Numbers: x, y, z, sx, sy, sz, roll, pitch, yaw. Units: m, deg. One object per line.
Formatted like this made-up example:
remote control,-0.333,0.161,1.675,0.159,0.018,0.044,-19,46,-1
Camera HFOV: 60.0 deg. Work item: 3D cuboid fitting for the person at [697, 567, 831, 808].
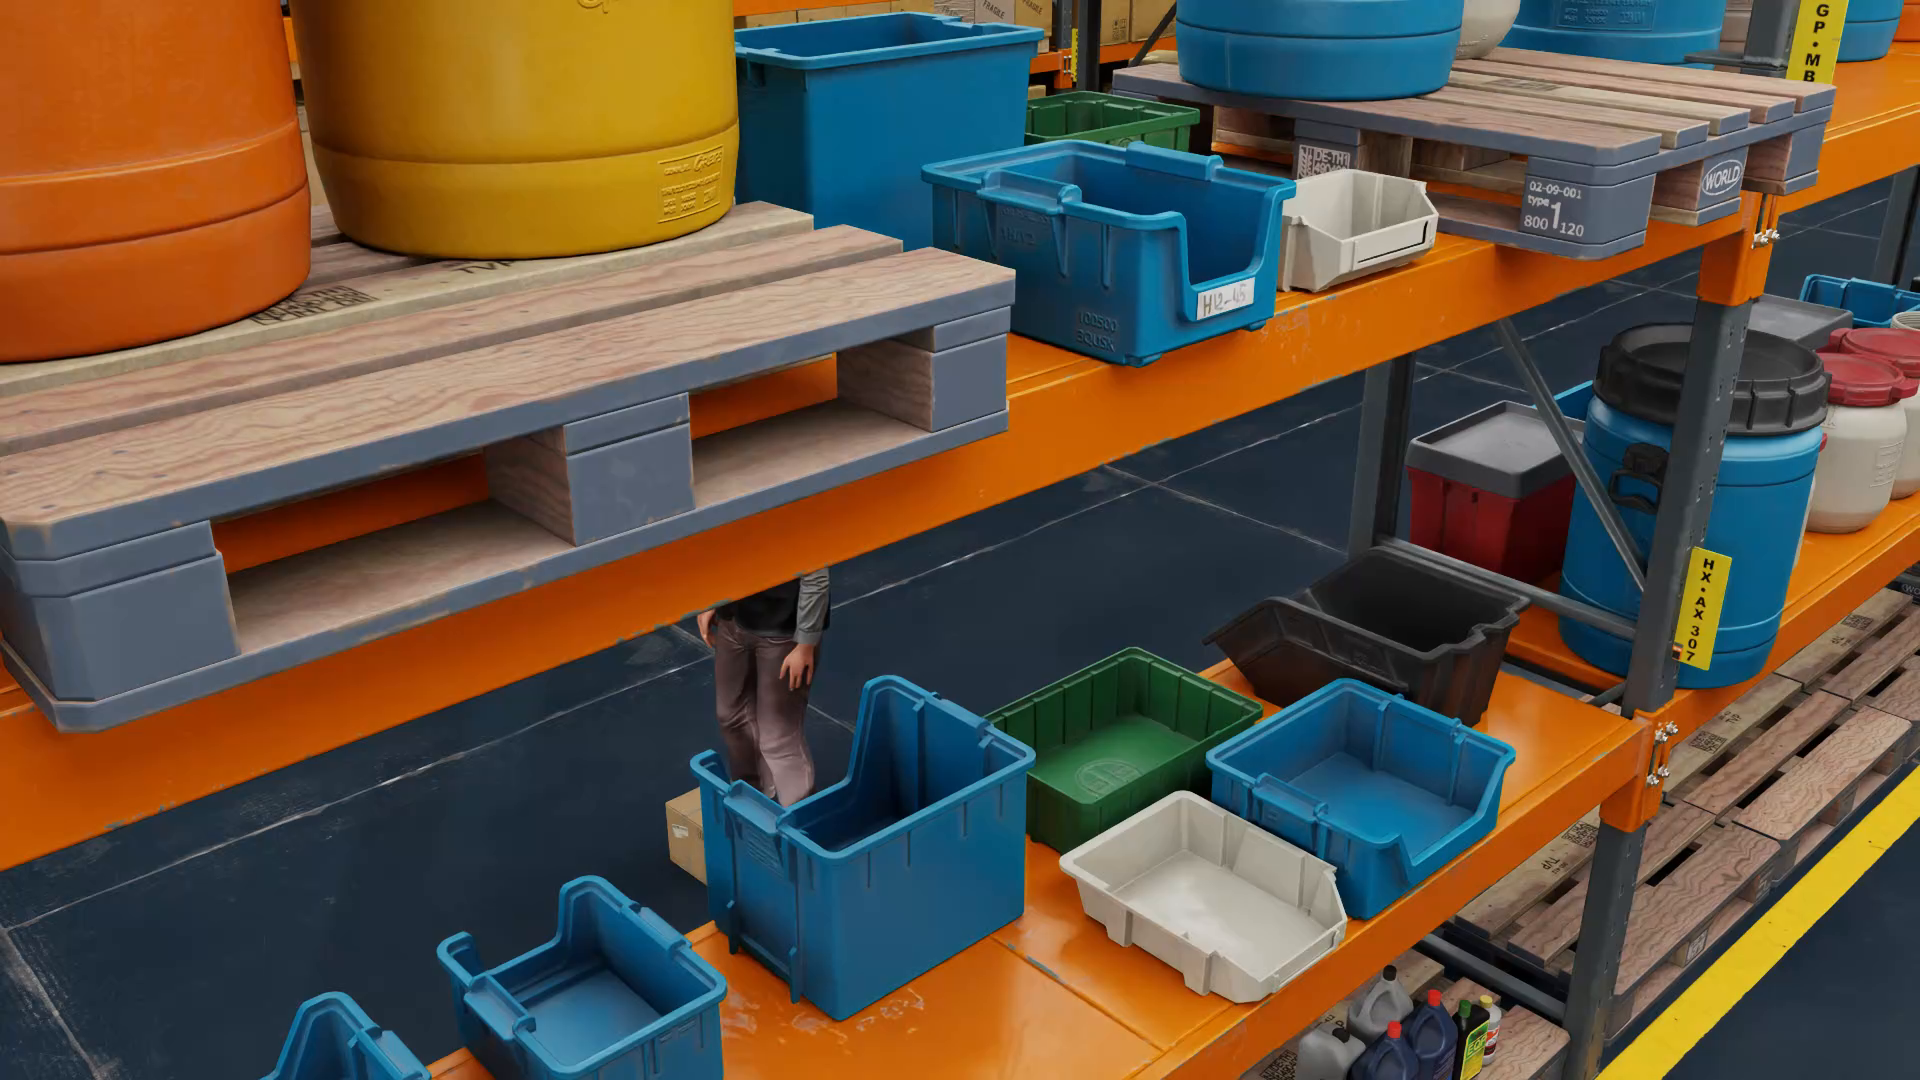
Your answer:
person,-0.685,0.314,5.931,0.592,1.722,0.416,22,32,40
